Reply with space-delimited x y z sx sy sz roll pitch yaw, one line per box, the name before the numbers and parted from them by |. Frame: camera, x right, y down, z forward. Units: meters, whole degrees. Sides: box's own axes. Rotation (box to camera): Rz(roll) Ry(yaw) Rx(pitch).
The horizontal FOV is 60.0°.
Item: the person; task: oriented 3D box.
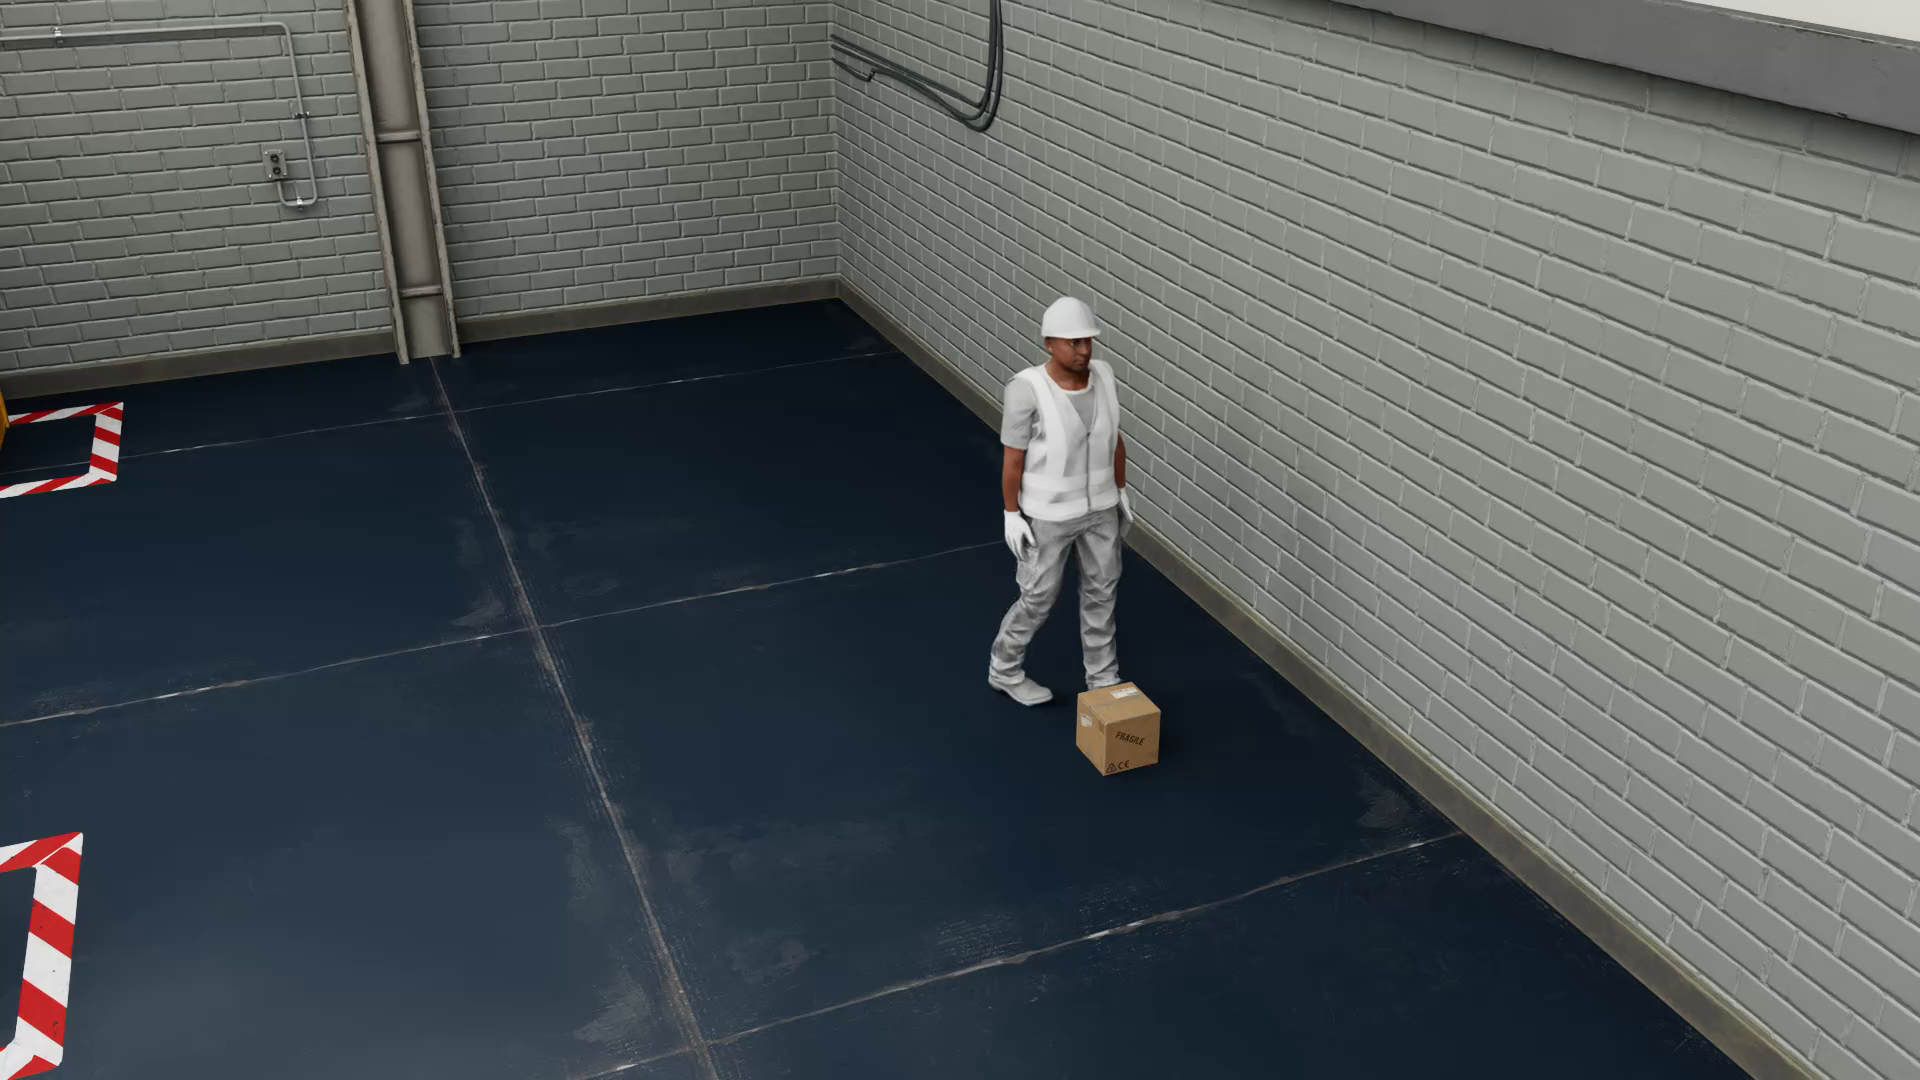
person | 0.475 -0.107 6.802 0.576 1.788 0.562 -14 29 -26
